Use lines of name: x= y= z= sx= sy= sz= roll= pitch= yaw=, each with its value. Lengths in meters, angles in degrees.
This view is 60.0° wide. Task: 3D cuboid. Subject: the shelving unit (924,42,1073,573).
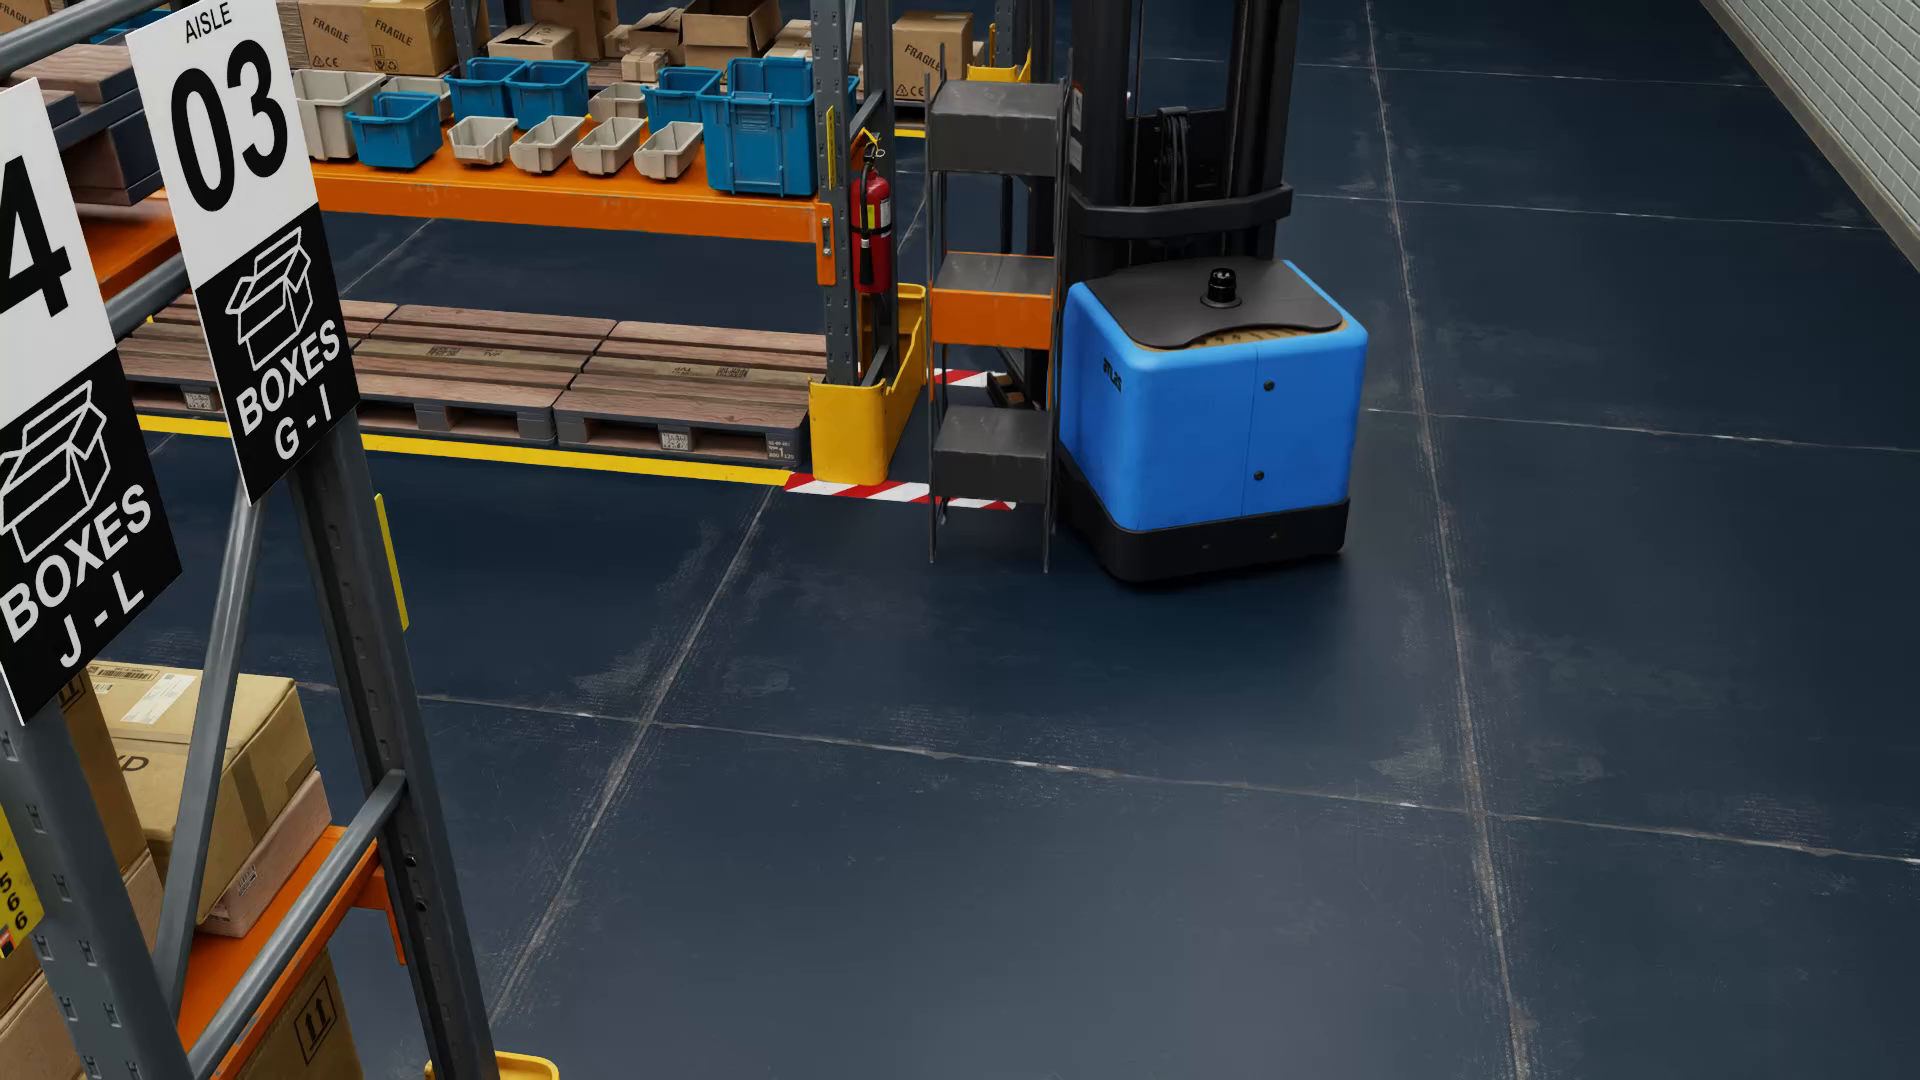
shelving unit: x=0.149 y=-0.874 z=6.667 sx=0.503 sy=2.100 sz=0.431 roll=4 pitch=32 yaw=7

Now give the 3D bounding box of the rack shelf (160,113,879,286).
rack shelf: x=-2.424 y=-1.705 z=7.825 sx=4.000 sy=0.370 sz=1.077 roll=5 pitch=32 yaw=8

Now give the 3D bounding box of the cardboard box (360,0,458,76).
cardboard box: x=-4.093 y=-3.800 z=12.435 sx=0.500 sy=0.500 sz=0.500 roll=5 pitch=32 yaw=8

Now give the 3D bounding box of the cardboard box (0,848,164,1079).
cardboard box: x=-1.808 y=0.792 z=3.019 sx=0.500 sy=0.250 sz=0.500 roll=5 pitch=32 yaw=7

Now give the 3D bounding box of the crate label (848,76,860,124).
crate label: x=-0.640 y=-1.980 z=7.688 sx=0.303 sy=0.233 sz=0.416 roll=5 pitch=32 yaw=8

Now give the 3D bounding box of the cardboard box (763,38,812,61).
cardboard box: x=-1.124 y=-3.463 z=12.132 sx=0.500 sy=0.250 sz=0.500 roll=5 pitch=32 yaw=8

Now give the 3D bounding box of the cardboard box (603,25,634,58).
cardboard box: x=-2.569 y=-3.852 z=12.850 sx=0.250 sy=0.149 sz=0.380 roll=5 pitch=32 yaw=8

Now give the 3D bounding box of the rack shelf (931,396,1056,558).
rack shelf: x=0.149 y=-0.269 z=7.046 sx=0.480 sy=0.518 sz=0.431 roll=4 pitch=32 yaw=7

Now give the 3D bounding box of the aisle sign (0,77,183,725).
aisle sign: x=-1.265 y=-0.180 z=2.260 sx=0.004 sy=0.787 sz=0.394 roll=5 pitch=32 yaw=8

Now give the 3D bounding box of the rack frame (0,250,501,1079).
rack frame: x=-1.286 y=0.759 z=3.211 sx=0.127 sy=3.000 sz=1.000 roll=5 pitch=32 yaw=8

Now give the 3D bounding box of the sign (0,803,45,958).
sign: x=-1.391 y=0.450 z=2.389 sx=0.005 sy=0.325 sz=0.100 roll=5 pitch=32 yaw=8

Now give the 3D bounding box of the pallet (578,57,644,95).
pallet: x=-2.882 y=-3.535 z=12.699 sx=1.213 sy=0.211 sz=1.003 roll=5 pitch=32 yaw=8

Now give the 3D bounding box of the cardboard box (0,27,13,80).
cardboard box: x=-1.807 y=-0.794 z=2.280 sx=0.500 sy=0.500 sz=0.700 roll=3 pitch=32 yaw=5

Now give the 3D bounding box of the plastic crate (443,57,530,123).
plastic crate: x=-2.234 y=-2.125 z=7.918 sx=0.300 sy=0.233 sz=0.416 roll=5 pitch=32 yaw=8

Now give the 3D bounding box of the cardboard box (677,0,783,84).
cardboard box: x=-1.706 y=-3.742 z=12.340 sx=0.637 sy=0.503 sz=0.797 roll=5 pitch=32 yaw=8

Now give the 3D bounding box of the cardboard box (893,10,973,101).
cardboard box: x=-0.193 y=-3.469 z=11.906 sx=0.500 sy=0.500 sz=0.500 roll=5 pitch=32 yaw=8

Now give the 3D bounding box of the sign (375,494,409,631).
sign: x=-1.186 y=0.069 z=3.423 sx=0.005 sy=0.325 sz=0.100 roll=5 pitch=32 yaw=8

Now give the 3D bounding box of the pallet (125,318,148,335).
pallet: x=-5.149 y=-1.097 z=8.804 sx=1.213 sy=0.211 sz=1.003 roll=5 pitch=32 yaw=8

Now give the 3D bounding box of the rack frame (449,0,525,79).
rack frame: x=-3.558 y=-4.779 z=12.058 sx=0.127 sy=3.000 sz=1.000 roll=5 pitch=32 yaw=8

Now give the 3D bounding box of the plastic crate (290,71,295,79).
plastic crate: x=-3.247 y=-2.138 z=8.041 sx=0.590 sy=0.125 sz=0.437 roll=5 pitch=32 yaw=8

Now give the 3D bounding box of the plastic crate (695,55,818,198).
plastic crate: x=-0.814 y=-1.804 z=7.215 sx=0.499 sy=0.435 sz=0.616 roll=5 pitch=32 yaw=8

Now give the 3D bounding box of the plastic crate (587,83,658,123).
plastic crate: x=-1.611 y=-2.072 z=7.925 sx=0.298 sy=0.136 sz=0.250 roll=5 pitch=32 yaw=8

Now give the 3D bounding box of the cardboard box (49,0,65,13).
cardboard box: x=-6.584 y=-4.029 z=12.801 sx=0.500 sy=0.500 sz=0.500 roll=4 pitch=32 yaw=6

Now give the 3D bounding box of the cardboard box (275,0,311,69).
cardboard box: x=-5.073 y=-3.894 z=12.585 sx=0.500 sy=0.500 sz=0.500 roll=6 pitch=32 yaw=9

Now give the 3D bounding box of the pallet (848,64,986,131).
pallet: x=-0.476 y=-3.317 z=12.351 sx=1.213 sy=0.211 sz=1.003 roll=5 pitch=32 yaw=8

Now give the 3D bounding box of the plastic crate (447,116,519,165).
plastic crate: x=-2.144 y=-1.786 z=7.468 sx=0.250 sy=0.136 sz=0.298 roll=5 pitch=32 yaw=8

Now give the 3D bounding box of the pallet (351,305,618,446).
pallet: x=-2.458 y=-0.854 z=8.415 sx=1.213 sy=0.211 sz=1.003 roll=5 pitch=32 yaw=8

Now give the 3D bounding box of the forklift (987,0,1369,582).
forklift: x=0.767 y=-1.843 z=7.432 sx=1.130 sy=2.935 sz=3.031 roll=-8 pitch=33 yaw=-13

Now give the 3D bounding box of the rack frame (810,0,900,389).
rack frame: x=-0.452 y=-1.832 z=7.349 sx=0.127 sy=3.000 sz=1.000 roll=5 pitch=32 yaw=8

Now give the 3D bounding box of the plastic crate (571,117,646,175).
plastic crate: x=-1.570 y=-1.757 z=7.422 sx=0.243 sy=0.136 sz=0.396 roll=5 pitch=32 yaw=8

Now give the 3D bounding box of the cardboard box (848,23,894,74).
cardboard box: x=-0.597 y=-3.684 z=12.486 sx=0.500 sy=0.250 sz=0.500 roll=5 pitch=32 yaw=8

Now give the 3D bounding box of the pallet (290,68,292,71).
pallet: x=-5.573 y=-3.757 z=13.054 sx=1.213 sy=0.211 sz=1.003 roll=5 pitch=32 yaw=8

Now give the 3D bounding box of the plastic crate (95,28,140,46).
plastic crate: x=-3.557 y=-2.030 z=7.550 sx=0.583 sy=0.464 sz=0.402 roll=5 pitch=32 yaw=8

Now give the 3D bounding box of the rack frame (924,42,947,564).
rack frame: x=-0.093 y=-0.892 z=6.697 sx=0.015 sy=2.100 sz=0.400 roll=4 pitch=32 yaw=7

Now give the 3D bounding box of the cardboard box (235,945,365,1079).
cardboard box: x=-1.930 y=1.466 z=3.687 sx=0.875 sy=0.875 sz=0.875 roll=5 pitch=32 yaw=8

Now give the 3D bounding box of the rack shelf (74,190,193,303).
rack shelf: x=-3.257 y=-0.386 z=2.891 sx=4.000 sy=0.370 sz=1.077 roll=5 pitch=32 yaw=8

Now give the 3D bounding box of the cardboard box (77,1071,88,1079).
cardboard box: x=-1.692 y=1.006 z=3.053 sx=0.250 sy=0.149 sz=0.380 roll=6 pitch=33 yaw=9

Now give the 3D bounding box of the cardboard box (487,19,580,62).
cardboard box: x=-3.181 y=-3.675 z=12.414 sx=0.500 sy=0.311 sz=0.500 roll=5 pitch=32 yaw=8

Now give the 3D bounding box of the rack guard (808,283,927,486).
rack guard: x=-0.427 y=-0.777 z=8.020 sx=0.348 sy=0.500 sz=1.175 roll=5 pitch=32 yaw=8
